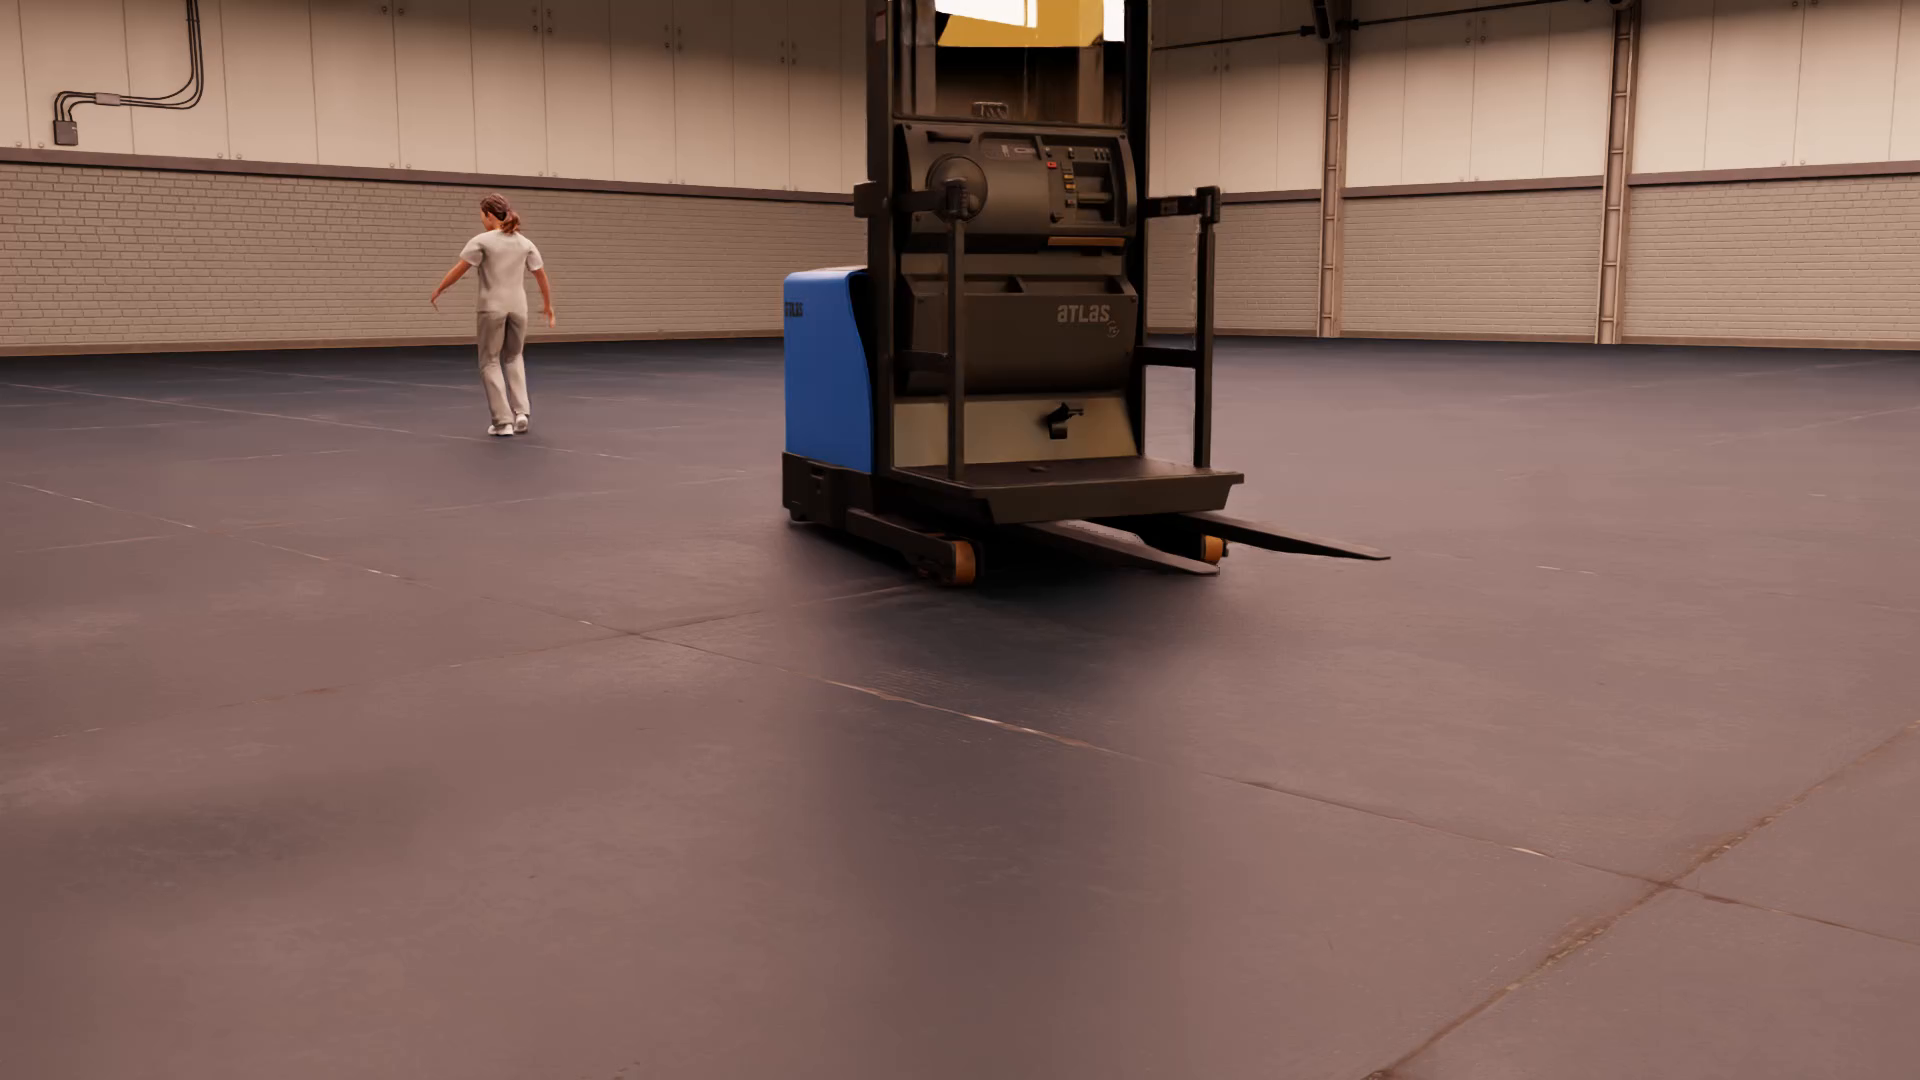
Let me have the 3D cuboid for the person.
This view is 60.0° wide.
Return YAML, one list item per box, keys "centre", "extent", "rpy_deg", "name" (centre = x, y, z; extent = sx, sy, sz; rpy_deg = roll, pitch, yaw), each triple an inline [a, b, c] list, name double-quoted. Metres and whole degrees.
- centre: [-3.202, -1.534, 11.562]
  extent: [0.828, 1.684, 0.497]
  rpy_deg: [-6, 10, -33]
  name: "person"

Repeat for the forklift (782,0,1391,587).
- centre: [0.319, -1.362, 5.916]
  extent: [1.130, 2.935, 3.031]
  rpy_deg: [-4, 9, -25]
  name: "forklift"
